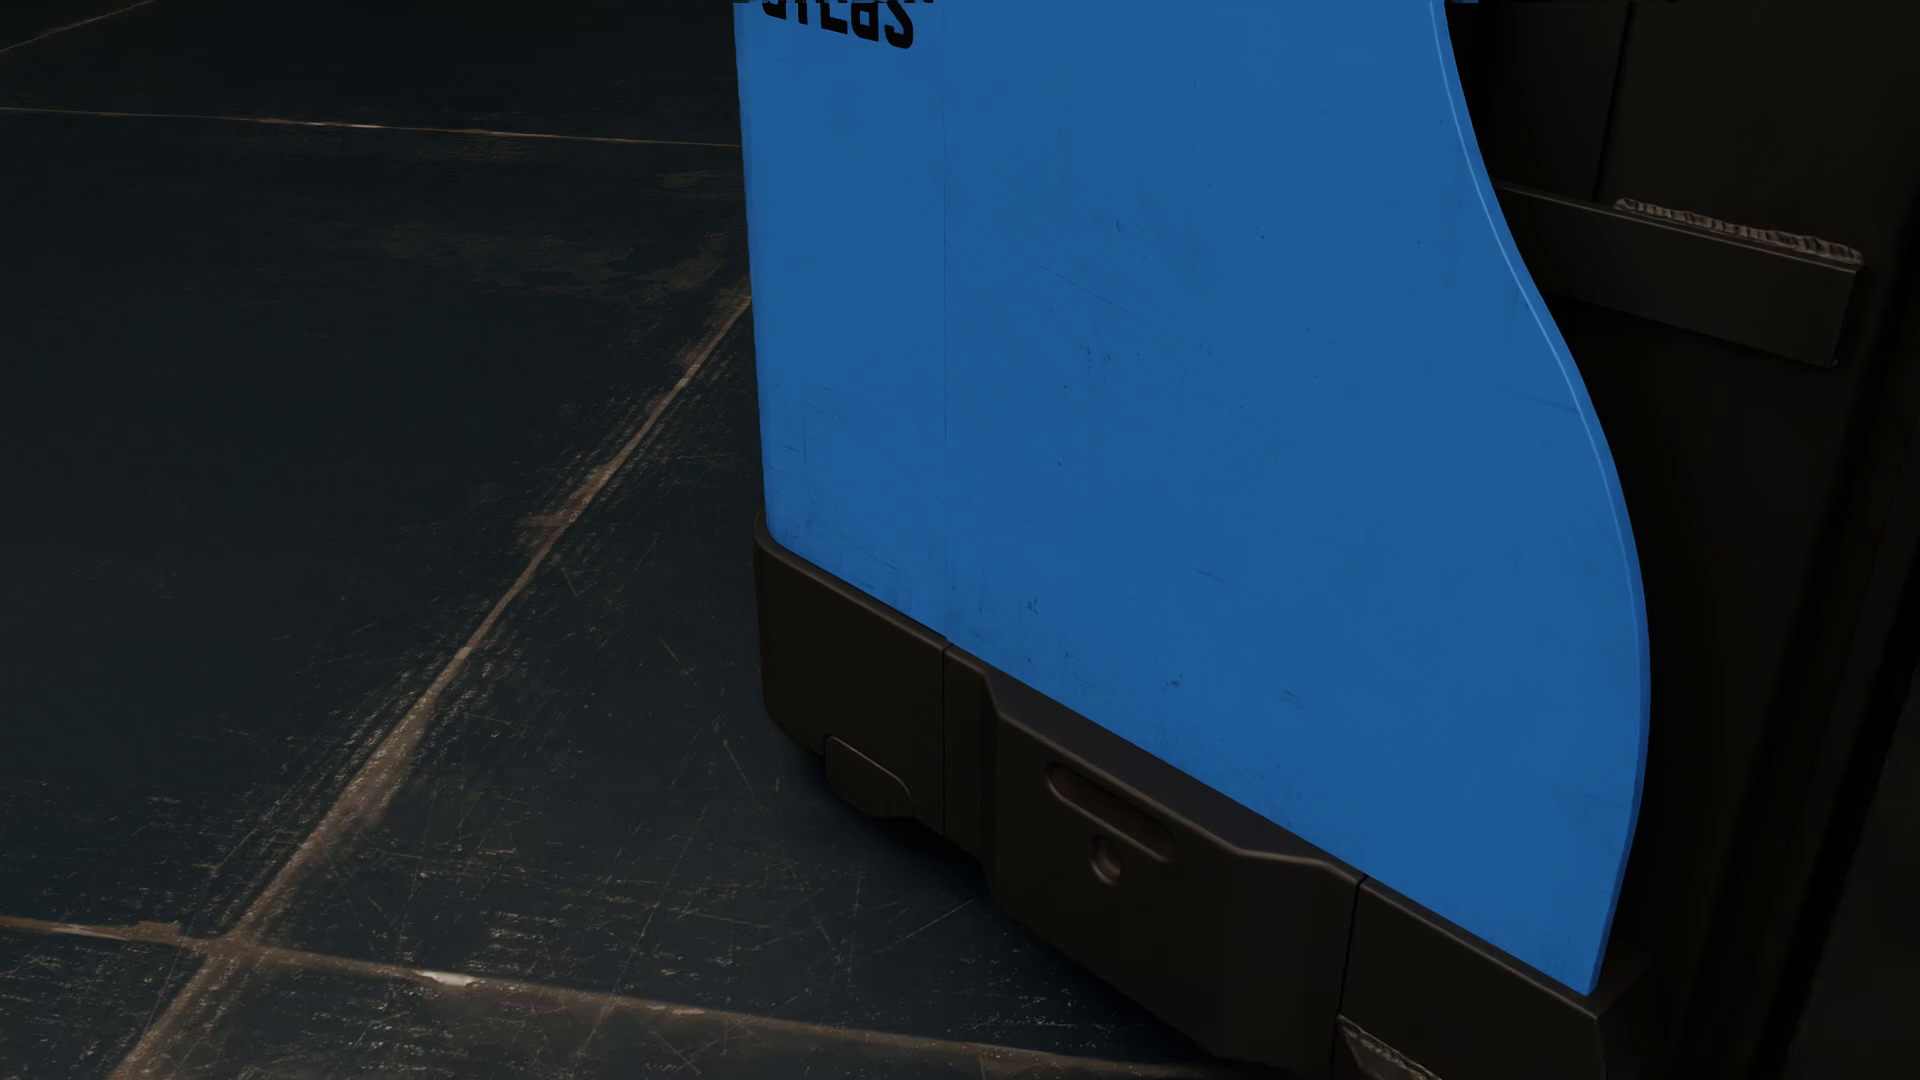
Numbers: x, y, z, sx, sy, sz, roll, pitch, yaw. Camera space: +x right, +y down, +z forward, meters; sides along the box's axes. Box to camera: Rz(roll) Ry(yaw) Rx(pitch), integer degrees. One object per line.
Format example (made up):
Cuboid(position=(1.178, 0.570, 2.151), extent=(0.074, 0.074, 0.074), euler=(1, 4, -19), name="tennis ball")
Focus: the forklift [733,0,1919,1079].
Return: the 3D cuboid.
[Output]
Cuboid(position=(1.150, -0.682, 0.708), extent=(1.130, 2.935, 3.031), euler=(-25, 38, -38), name="forklift")
